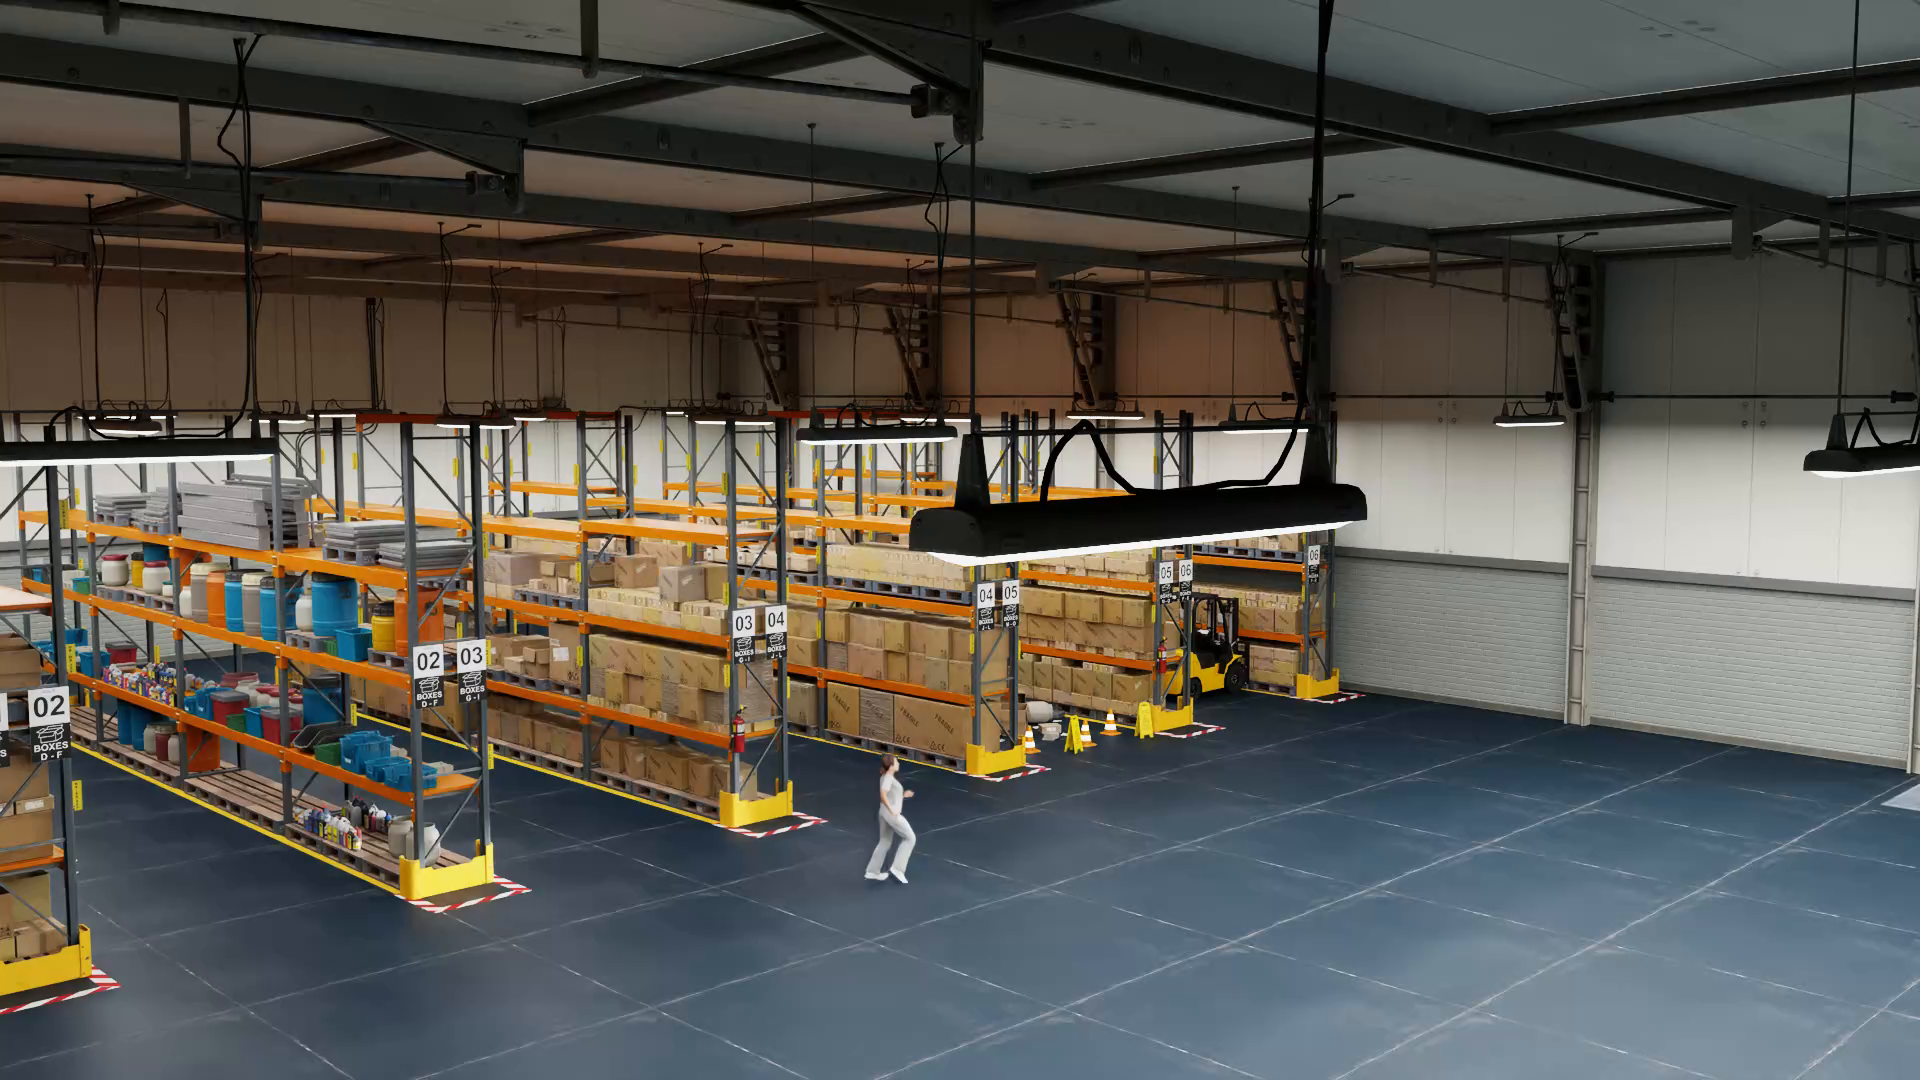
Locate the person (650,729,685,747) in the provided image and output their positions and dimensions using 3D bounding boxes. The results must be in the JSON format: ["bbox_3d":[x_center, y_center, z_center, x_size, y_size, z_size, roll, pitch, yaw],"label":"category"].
[{"bbox_3d":[-5.263,2.868,30.121,0.694,1.729,0.715,5,7,43],"label":"person"}]

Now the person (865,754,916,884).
[{"bbox_3d":[-0.890,3.631,21.619,0.704,1.697,0.541,-2,5,-23],"label":"person"}]
